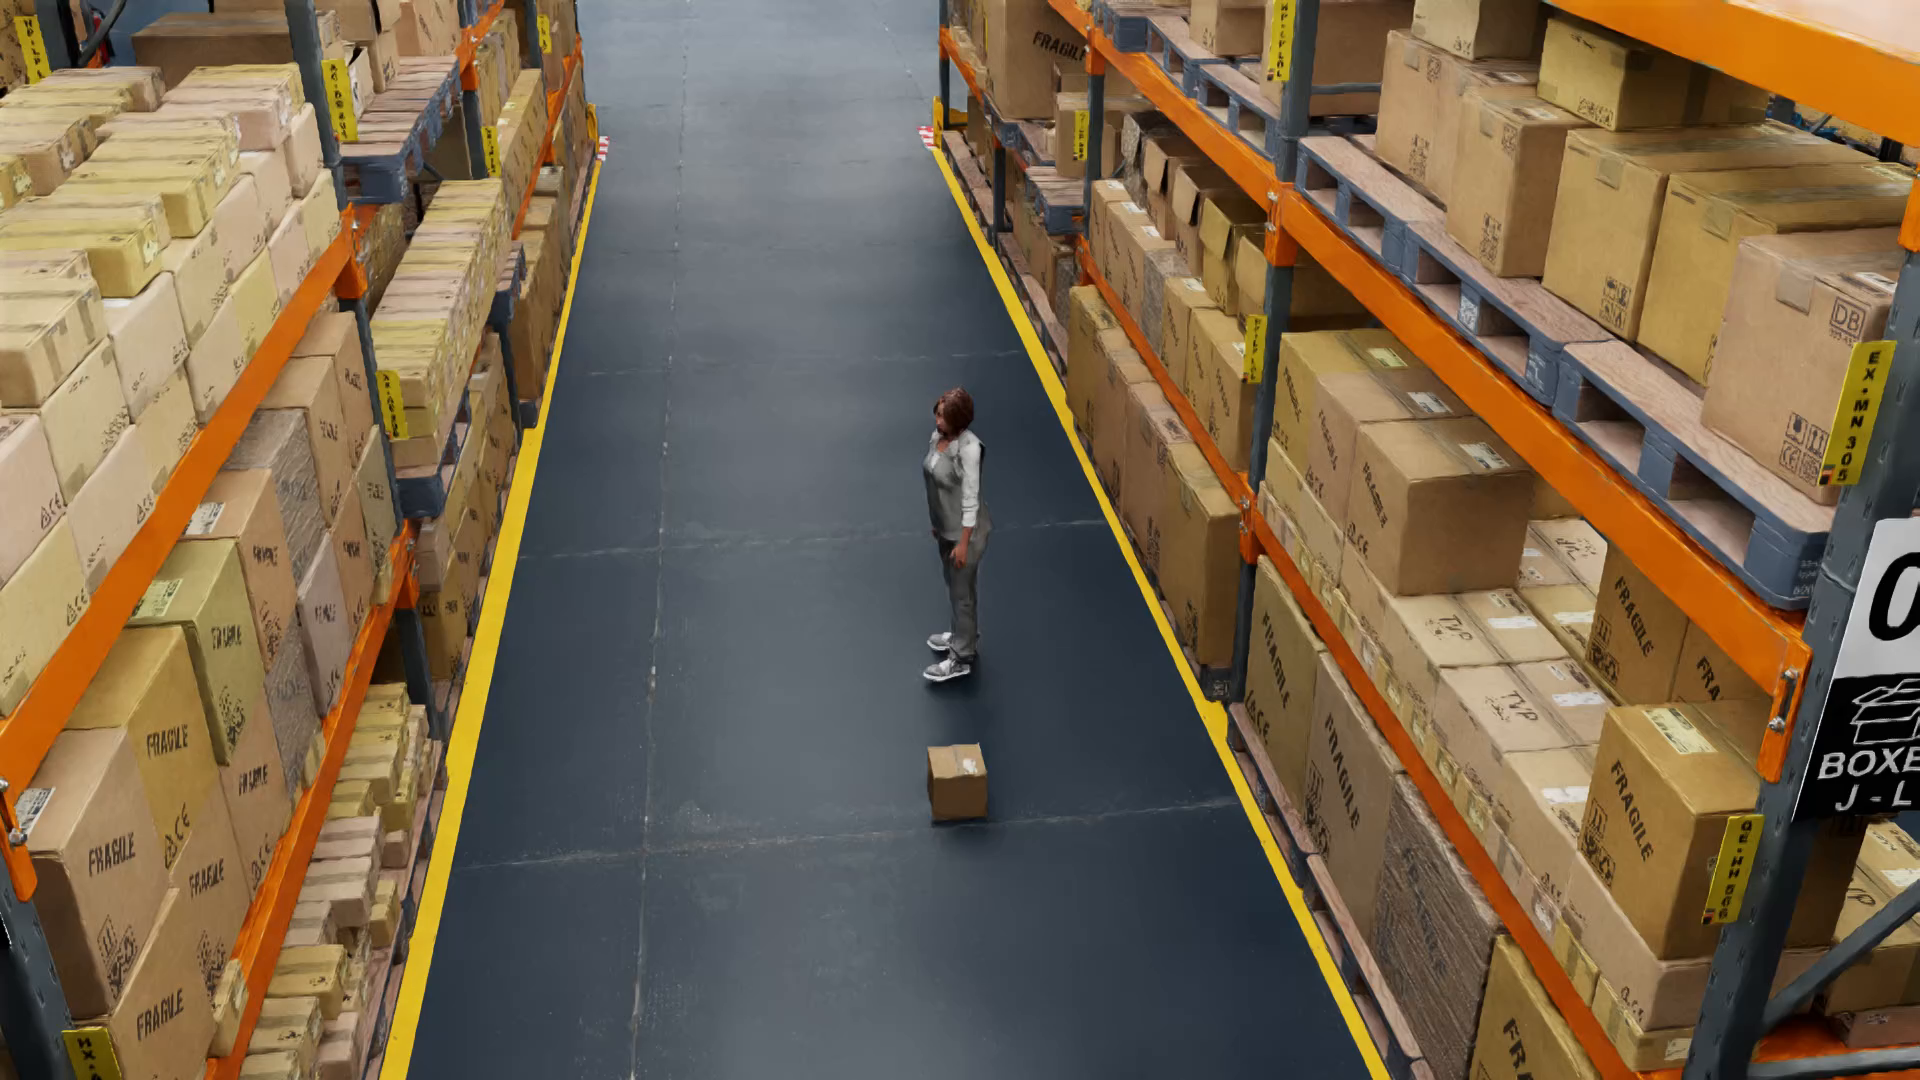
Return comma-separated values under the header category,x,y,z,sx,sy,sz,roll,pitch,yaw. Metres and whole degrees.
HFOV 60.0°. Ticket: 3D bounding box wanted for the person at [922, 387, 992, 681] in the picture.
category,x,y,z,sx,sy,sz,roll,pitch,yaw
person,-0.054,-0.039,8.649,0.422,1.603,0.486,-12,30,-22
